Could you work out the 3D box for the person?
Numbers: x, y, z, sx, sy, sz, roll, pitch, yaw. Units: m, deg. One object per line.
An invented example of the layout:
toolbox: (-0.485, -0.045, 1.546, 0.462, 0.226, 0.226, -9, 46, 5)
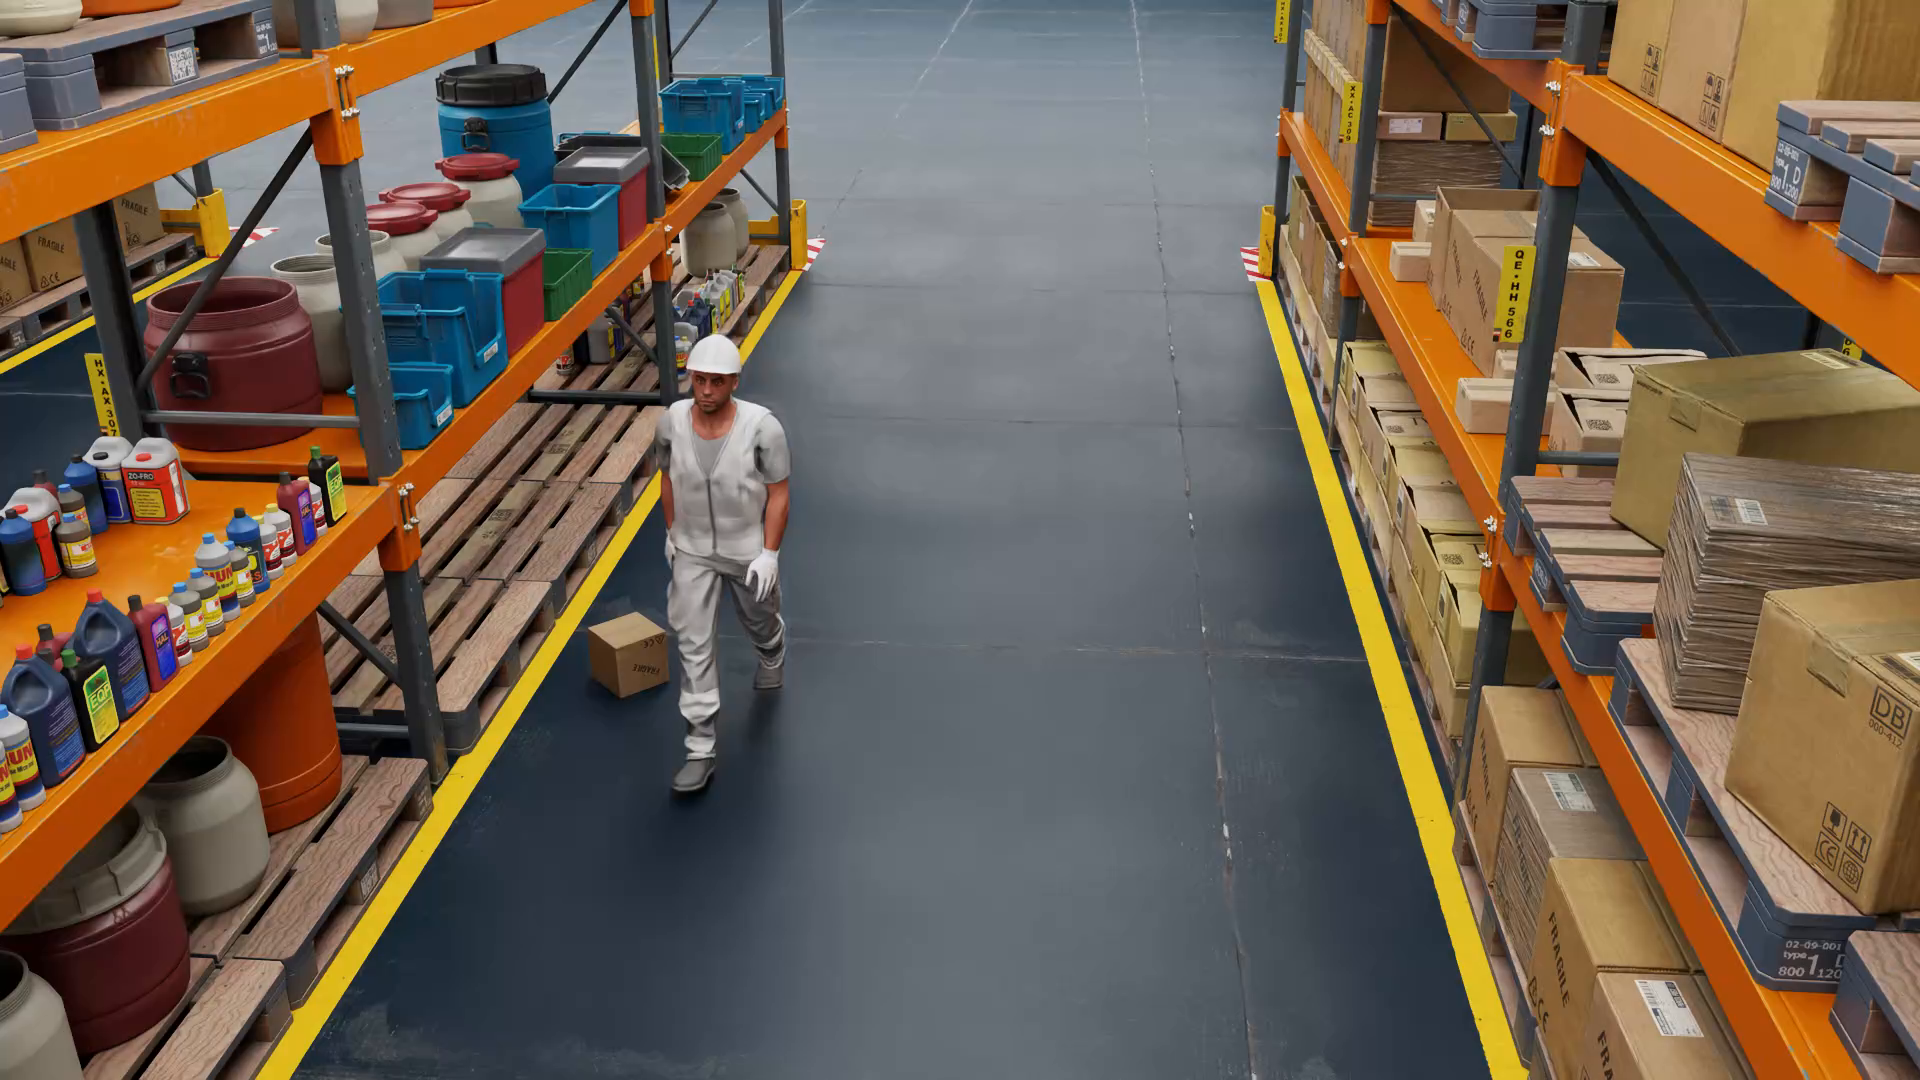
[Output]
person: (-0.918, 0.023, 6.528, 0.544, 1.754, 1.053, 1, 24, 2)
